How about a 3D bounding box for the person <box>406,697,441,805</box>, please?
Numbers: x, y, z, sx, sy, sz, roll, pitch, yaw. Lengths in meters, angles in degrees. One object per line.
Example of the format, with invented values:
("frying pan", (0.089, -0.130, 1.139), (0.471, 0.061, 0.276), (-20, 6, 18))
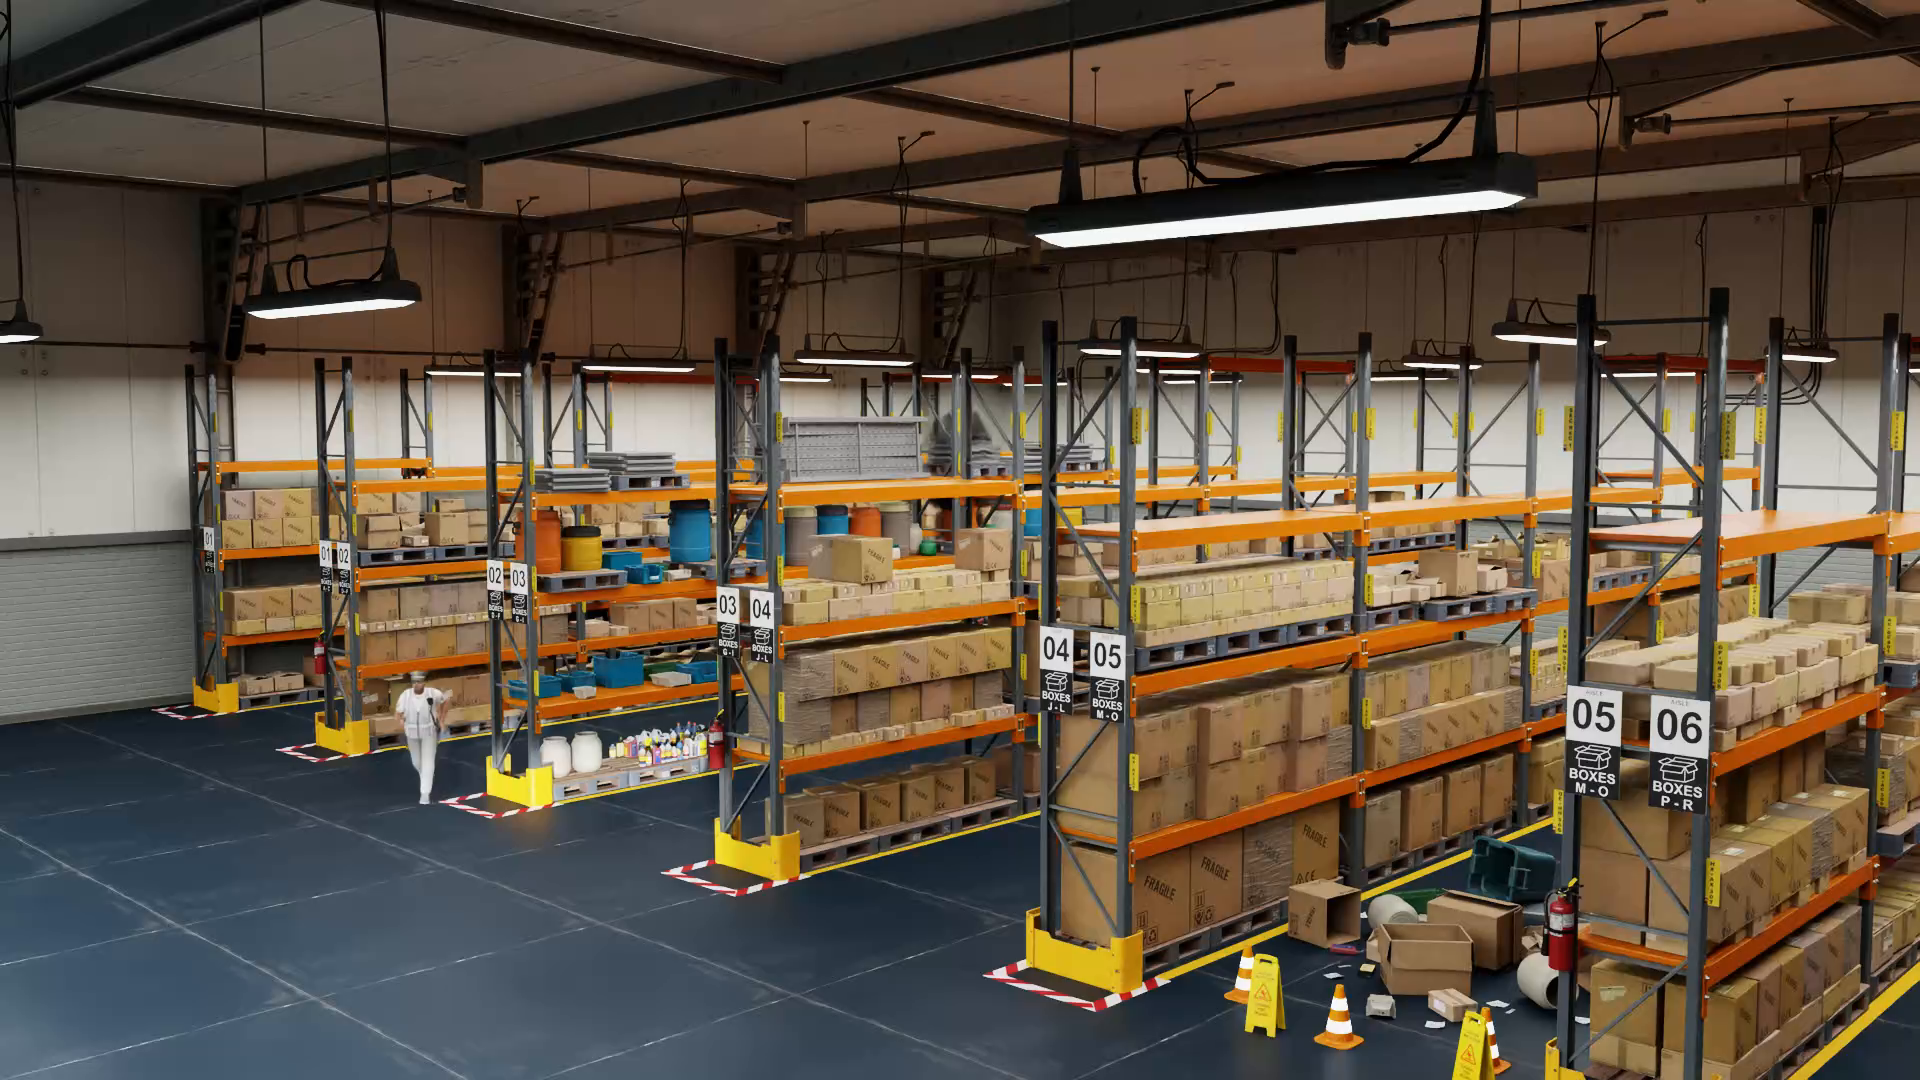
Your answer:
("person", (-7.175, 2.752, 22.306), (0.442, 1.373, 0.914), (0, 4, -5))
